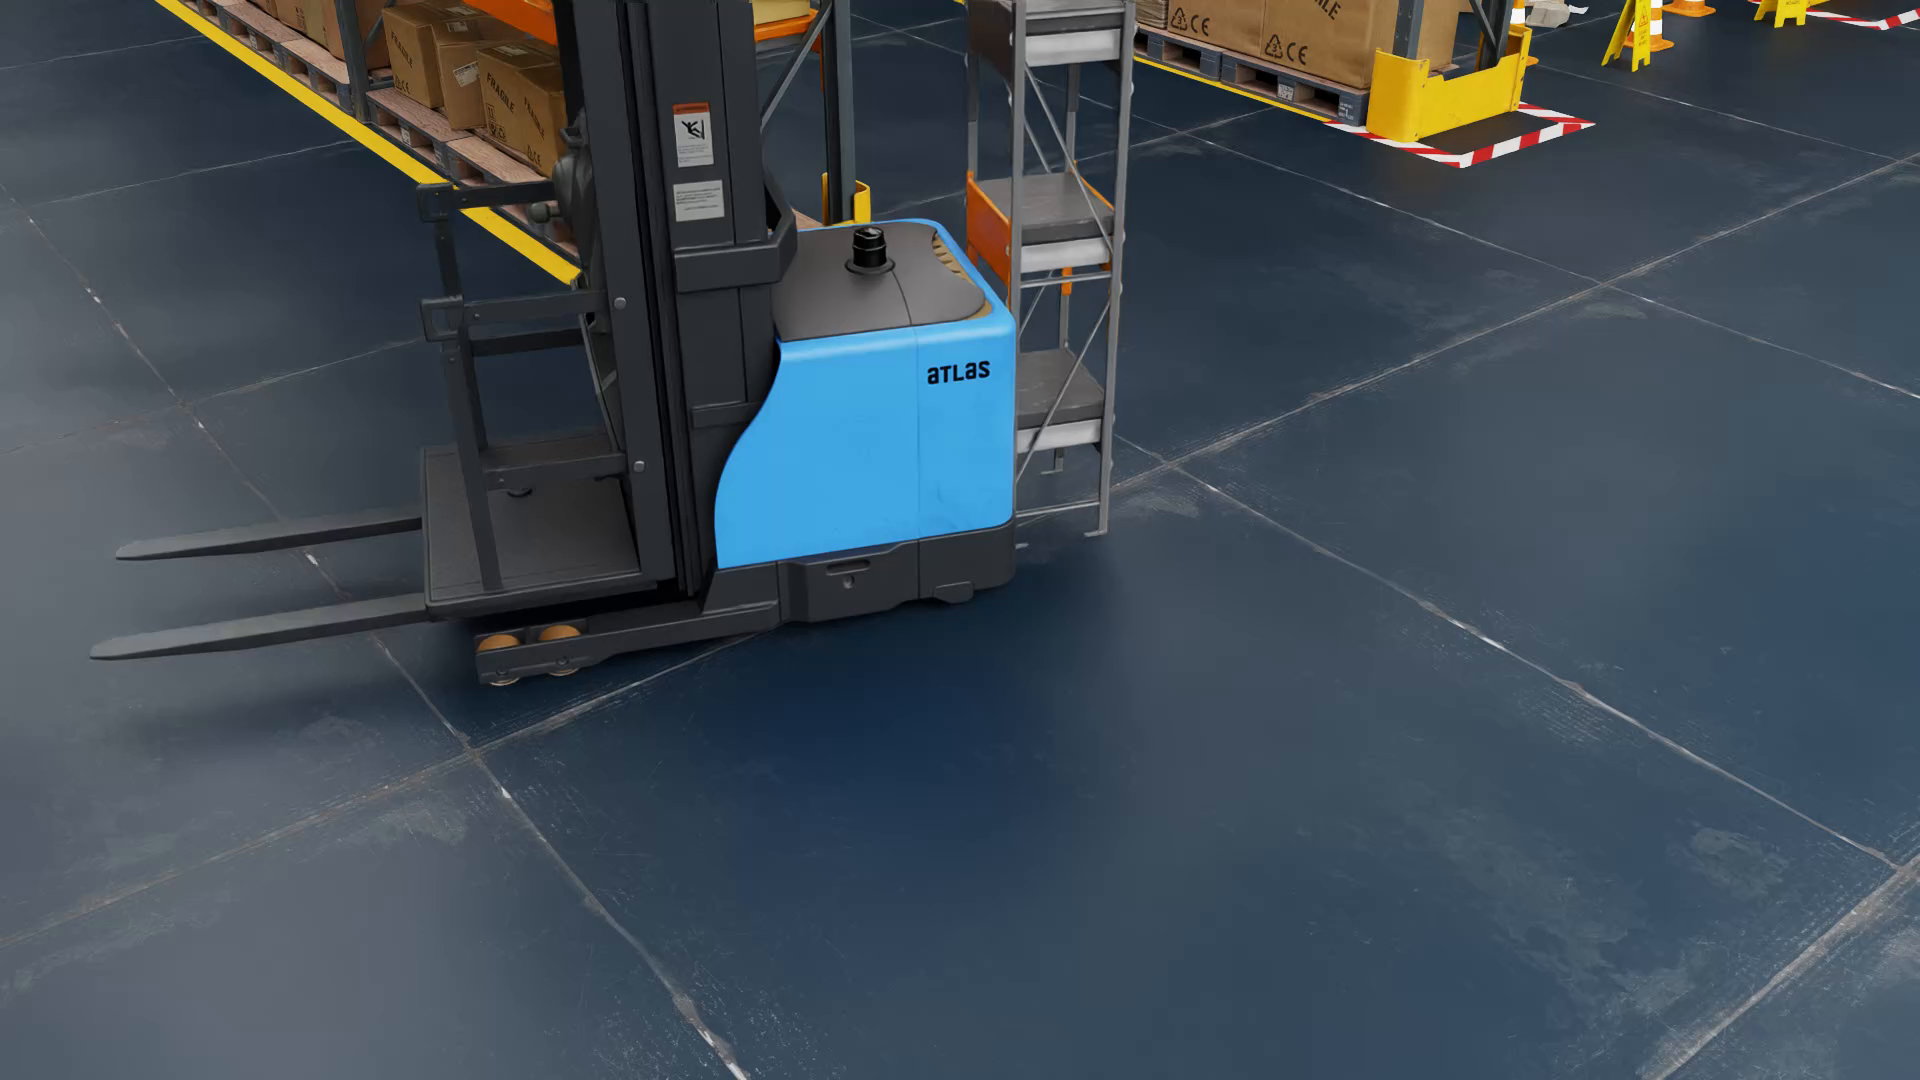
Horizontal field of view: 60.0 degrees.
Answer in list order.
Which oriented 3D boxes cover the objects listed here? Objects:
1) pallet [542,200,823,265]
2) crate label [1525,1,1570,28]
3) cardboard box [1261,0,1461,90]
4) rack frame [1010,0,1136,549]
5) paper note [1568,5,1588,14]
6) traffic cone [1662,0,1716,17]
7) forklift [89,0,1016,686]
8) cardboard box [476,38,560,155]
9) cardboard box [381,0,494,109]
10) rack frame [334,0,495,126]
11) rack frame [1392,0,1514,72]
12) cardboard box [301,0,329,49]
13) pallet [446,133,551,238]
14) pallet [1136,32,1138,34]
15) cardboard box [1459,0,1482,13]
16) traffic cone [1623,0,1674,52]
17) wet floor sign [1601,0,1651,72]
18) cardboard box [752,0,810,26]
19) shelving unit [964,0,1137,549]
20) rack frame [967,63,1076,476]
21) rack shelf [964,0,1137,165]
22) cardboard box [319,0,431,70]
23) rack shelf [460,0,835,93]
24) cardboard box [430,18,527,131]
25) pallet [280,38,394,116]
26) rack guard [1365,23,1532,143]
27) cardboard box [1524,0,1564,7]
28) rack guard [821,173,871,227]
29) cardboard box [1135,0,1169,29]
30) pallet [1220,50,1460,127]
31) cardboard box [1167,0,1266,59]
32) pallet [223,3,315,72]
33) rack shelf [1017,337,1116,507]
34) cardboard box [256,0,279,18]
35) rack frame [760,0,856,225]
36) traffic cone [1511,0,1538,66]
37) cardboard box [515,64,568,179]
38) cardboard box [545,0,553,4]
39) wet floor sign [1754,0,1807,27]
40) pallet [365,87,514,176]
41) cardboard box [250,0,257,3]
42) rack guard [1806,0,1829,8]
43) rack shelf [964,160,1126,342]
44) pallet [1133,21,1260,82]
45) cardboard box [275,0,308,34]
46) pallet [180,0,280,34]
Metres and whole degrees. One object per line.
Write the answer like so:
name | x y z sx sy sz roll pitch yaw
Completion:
pallet | -1.446 -1.591 8.611 1.003 0.211 1.213 -22 38 -31
crate label | 4.417 -3.952 12.484 0.298 0.136 0.250 12 34 19
cardboard box | 2.583 -3.493 10.647 0.875 0.875 0.875 -22 38 -31
rack frame | 0.362 -0.887 5.688 0.400 2.100 0.015 -9 33 -14
paper note | 4.747 -4.088 12.804 0.142 0.019 0.148 18 36 27
traffic cone | 5.616 -4.284 12.709 0.336 0.463 0.334 -22 38 -31
forklift | -1.378 -1.077 5.205 3.031 2.935 1.130 -9 33 -14
cardboard box | -2.368 -2.528 9.448 0.500 0.500 0.500 -26 40 -35
cardboard box | -3.168 -2.997 10.204 0.500 0.500 0.500 -24 39 -33
rack frame | -3.382 -4.060 9.945 1.000 3.000 0.127 -22 38 -31
rack frame | 3.051 -3.956 9.777 1.000 3.000 0.127 -22 38 -31
cardboard box | -4.019 -3.653 11.241 0.700 0.500 0.500 -23 38 -32
pallet | -2.190 -2.099 9.429 1.003 0.211 1.213 -22 38 -31
pallet | 1.002 -4.096 12.645 1.003 0.211 1.213 -22 38 -31
cardboard box | 3.822 -4.452 12.941 0.637 0.503 0.797 6 32 10
traffic cone | 4.948 -3.783 11.902 0.336 0.463 0.334 -22 38 -31
wet floor sign | 4.633 -3.584 11.410 0.232 0.644 0.267 26 40 35
cardboard box | -0.916 -2.483 7.642 0.380 0.149 0.250 -22 38 -31
shelving unit | 0.290 -1.010 5.887 0.431 2.100 0.503 -9 33 -14
rack frame | 0.219 -1.133 6.085 0.400 2.100 0.015 -9 33 -14
rack shelf | 0.290 -1.593 5.524 0.431 0.518 0.480 -9 33 -14
cardboard box | -3.742 -3.448 10.911 0.700 0.500 0.500 -26 40 -35
rack shelf | -2.156 -2.921 8.792 1.077 0.370 4.000 -22 38 -31
cardboard box | -2.811 -2.761 9.824 0.500 0.500 0.500 -11 33 -16
pallet | -3.861 -3.200 11.202 1.003 0.211 1.213 -22 38 -31
rack guard | 3.066 -2.884 10.420 1.175 0.500 0.348 -22 38 -31
cardboard box | 4.500 -4.281 13.002 0.380 0.149 0.250 -4 32 -7
rack guard | -0.976 -1.363 7.971 1.175 0.500 0.348 -22 38 -31
cardboard box | 1.484 -4.240 11.849 0.875 0.875 0.875 -22 38 -31
pallet | 2.499 -3.079 11.008 1.003 0.211 1.213 -22 38 -31
cardboard box | 2.042 -3.859 11.236 0.875 0.875 0.875 -23 39 -32
pallet | -4.613 -3.709 12.021 1.003 0.211 1.213 -22 38 -31
rack shelf | 0.290 -0.404 6.263 0.431 0.518 0.480 -9 33 -14
cardboard box | -4.705 -4.119 11.991 0.700 0.500 0.500 -19 37 -28
rack frame | -0.929 -2.393 7.261 1.000 3.000 0.127 -22 38 -31
traffic cone | 3.847 -3.559 11.542 0.336 0.463 0.334 -22 38 -31
cardboard box | -2.061 -2.281 9.050 0.500 0.500 0.500 -19 36 -27
cardboard box | -1.755 -2.640 7.895 0.380 0.149 0.250 -22 38 -31
wet floor sign | 6.170 -4.174 12.359 0.267 0.644 0.232 -10 33 -15
pallet | -2.942 -2.607 10.248 1.003 0.211 1.213 -22 38 -31
cardboard box | -5.058 -4.353 12.367 0.700 0.500 0.500 -26 40 -35
rack guard | 6.852 -4.569 13.133 1.175 0.500 0.348 -22 38 -31
rack shelf | 0.290 -0.999 5.894 0.431 0.518 0.480 -9 33 -14
pallet | 1.755 -3.587 11.826 1.003 0.211 1.213 -22 38 -31
cardboard box | -4.363 -3.886 11.616 0.700 0.500 0.500 -26 40 -35
pallet | -5.357 -4.217 12.839 1.003 0.211 1.213 -22 38 -31
